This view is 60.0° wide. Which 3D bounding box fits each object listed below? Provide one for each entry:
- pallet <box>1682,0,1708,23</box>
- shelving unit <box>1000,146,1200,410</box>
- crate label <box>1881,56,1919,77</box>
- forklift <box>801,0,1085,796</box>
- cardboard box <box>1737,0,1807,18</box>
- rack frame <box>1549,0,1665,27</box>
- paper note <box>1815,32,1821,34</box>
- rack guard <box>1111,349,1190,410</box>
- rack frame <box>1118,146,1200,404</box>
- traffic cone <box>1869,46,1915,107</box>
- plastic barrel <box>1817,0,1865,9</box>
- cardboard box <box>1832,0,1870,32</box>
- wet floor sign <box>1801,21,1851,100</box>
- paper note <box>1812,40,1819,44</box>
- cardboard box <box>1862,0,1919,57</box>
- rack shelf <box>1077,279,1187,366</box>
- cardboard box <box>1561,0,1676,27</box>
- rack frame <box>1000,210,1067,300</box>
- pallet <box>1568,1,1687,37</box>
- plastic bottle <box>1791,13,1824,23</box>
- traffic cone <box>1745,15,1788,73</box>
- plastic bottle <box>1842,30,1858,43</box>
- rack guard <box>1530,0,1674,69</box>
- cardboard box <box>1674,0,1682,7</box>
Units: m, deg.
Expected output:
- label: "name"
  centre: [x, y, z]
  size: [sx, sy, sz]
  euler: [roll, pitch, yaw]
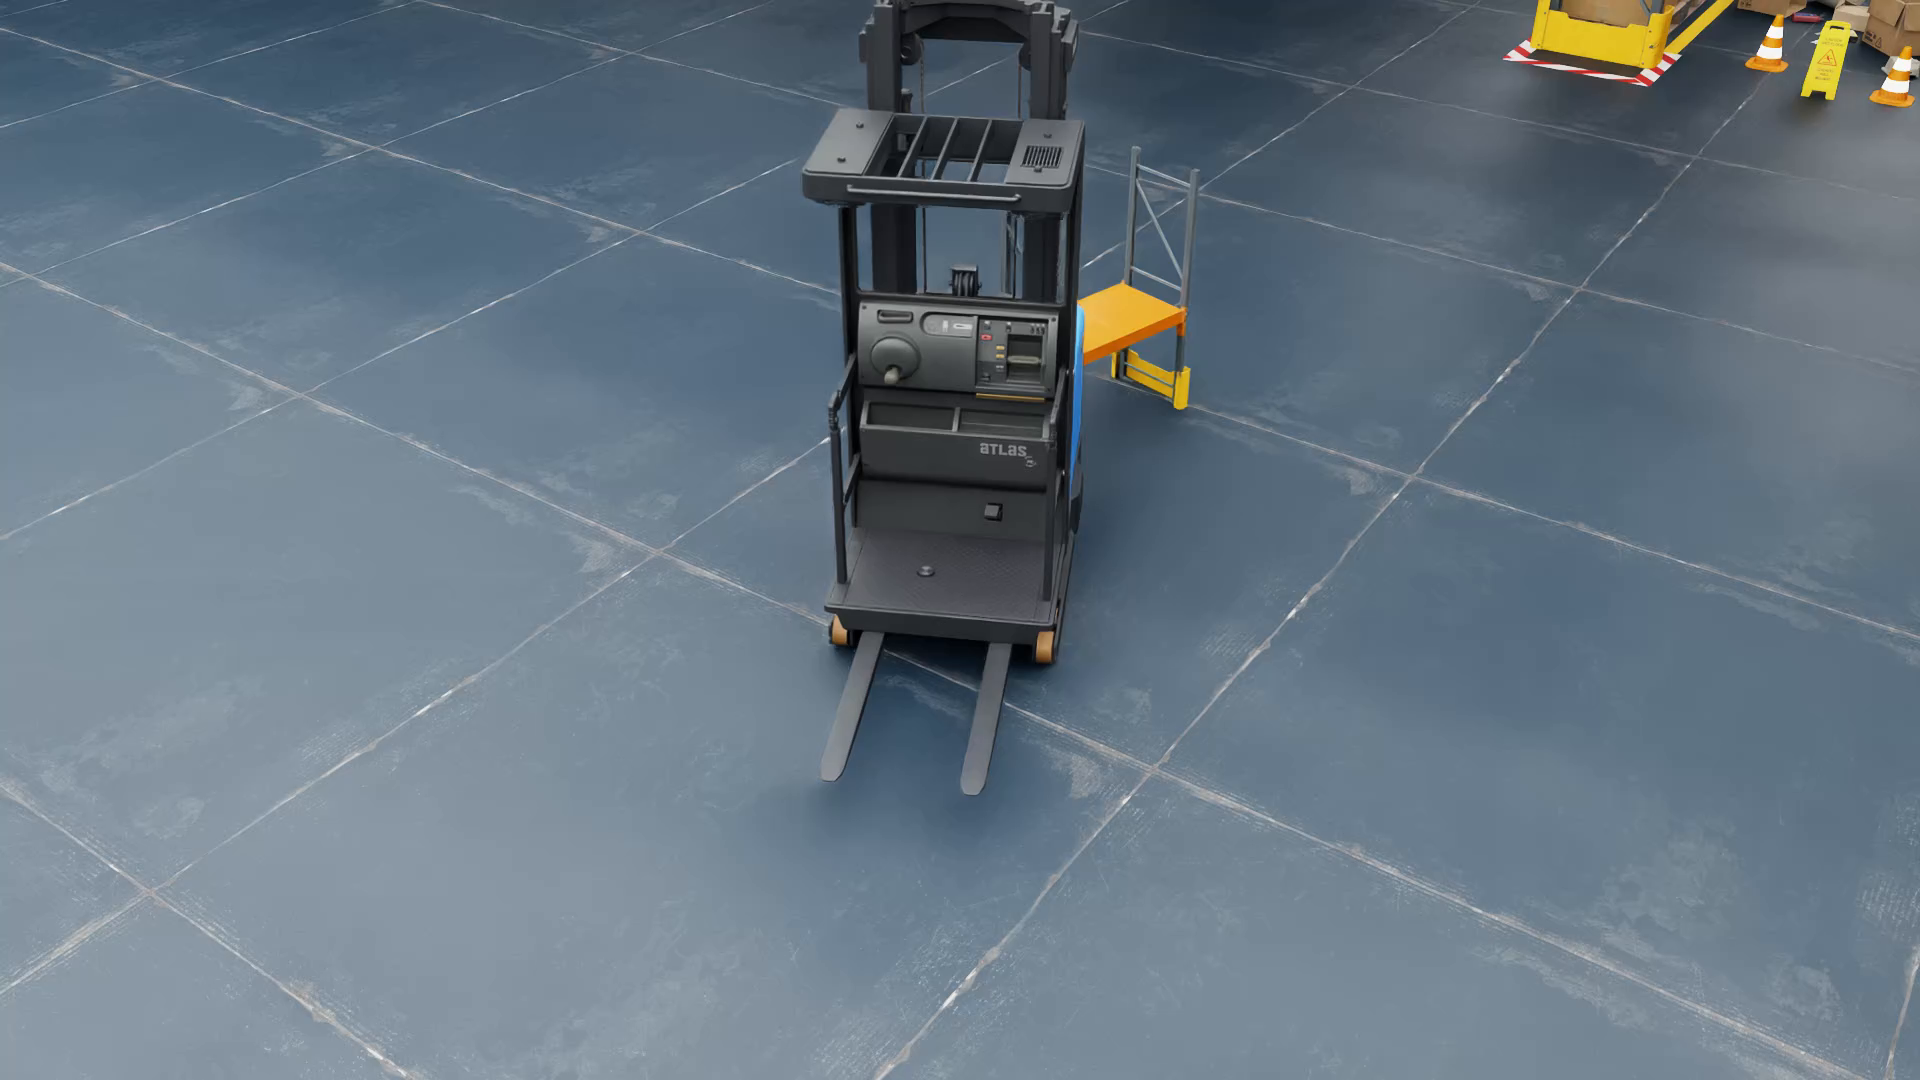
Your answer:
- label: "pallet"
  centre: [7.107, -5.653, 17.097]
  size: [1.003, 0.211, 1.213]
  euler: [21, 39, 28]
- label: "shelving unit"
  centre: [0.793, -1.364, 9.603]
  size: [1.083, 1.500, 0.587]
  euler: [-26, 42, -33]
- label: "crate label"
  centre: [8.621, -4.325, 15.200]
  size: [0.250, 0.136, 0.298]
  euler: [3, 34, 4]
- label: "forklift"
  centre: [-0.040, -0.828, 7.533]
  size: [1.130, 2.935, 3.031]
  euler: [5, 34, 7]
- label: "cardboard box"
  centre: [8.258, -5.620, 16.788]
  size: [0.500, 0.500, 0.500]
  euler: [29, 44, 36]
- label: "rack frame"
  centre: [6.019, -5.856, 14.908]
  size: [1.000, 3.000, 0.127]
  euler: [21, 39, 28]
- label: "paper note"
  centre: [8.400, -4.948, 16.233]
  size: [0.123, 0.001, 0.032]
  euler: [-15, 37, -21]
- label: "rack guard"
  centre: [1.168, -1.030, 10.225]
  size: [0.087, 0.250, 0.587]
  euler: [-26, 42, -33]
- label: "rack frame"
  centre: [1.169, -1.548, 9.876]
  size: [0.032, 1.500, 0.500]
  euler: [-26, 42, -33]
- label: "traffic cone"
  centre: [8.223, -4.079, 14.544]
  size: [0.336, 0.463, 0.334]
  euler: [21, 39, 28]
- label: "plastic barrel"
  centre: [8.914, -5.618, 16.855]
  size: [0.421, 0.421, 0.512]
  euler: [-9, 35, -13]
- label: "cardboard box"
  centre: [8.833, -5.185, 16.356]
  size: [0.396, 0.266, 0.258]
  euler: [29, 44, 36]
- label: "wet floor sign"
  centre: [7.630, -4.235, 14.612]
  size: [0.267, 0.644, 0.232]
  euler: [14, 37, 20]
- label: "paper note"
  centre: [8.285, -4.786, 15.977]
  size: [0.142, 0.017, 0.144]
  euler: [-22, 40, -29]
- label: "cardboard box"
  centre: [9.065, -4.905, 15.729]
  size: [0.797, 0.503, 0.637]
  euler: [-3, 34, -4]
- label: "rack shelf"
  centre: [0.786, -1.211, 9.699]
  size: [1.000, 0.185, 0.538]
  euler: [-26, 42, -33]
- label: "cardboard box"
  centre: [6.352, -5.483, 15.878]
  size: [0.875, 0.875, 0.875]
  euler: [21, 40, 28]
- label: "rack frame"
  centre: [0.404, -1.173, 9.321]
  size: [0.032, 1.500, 0.500]
  euler: [-26, 42, -33]
- label: "pallet"
  centre: [6.411, -5.094, 16.270]
  size: [1.003, 0.211, 1.213]
  euler: [21, 39, 28]
- label: "plastic bottle"
  centre: [8.443, -5.197, 16.556]
  size: [0.283, 0.061, 0.133]
  euler: [8, 35, 12]
- label: "traffic cone"
  centre: [7.489, -4.596, 15.309]
  size: [0.336, 0.463, 0.334]
  euler: [21, 39, 28]
- label: "plastic bottle"
  centre: [8.595, -4.889, 16.100]
  size: [0.133, 0.061, 0.283]
  euler: [8, 35, 12]
- label: "rack guard"
  centre: [6.006, -4.810, 15.592]
  size: [1.175, 0.500, 0.348]
  euler: [21, 39, 28]
- label: "cardboard box"
  centre: [6.852, -5.889, 16.478]
  size: [0.875, 0.875, 0.875]
  euler: [21, 39, 27]
